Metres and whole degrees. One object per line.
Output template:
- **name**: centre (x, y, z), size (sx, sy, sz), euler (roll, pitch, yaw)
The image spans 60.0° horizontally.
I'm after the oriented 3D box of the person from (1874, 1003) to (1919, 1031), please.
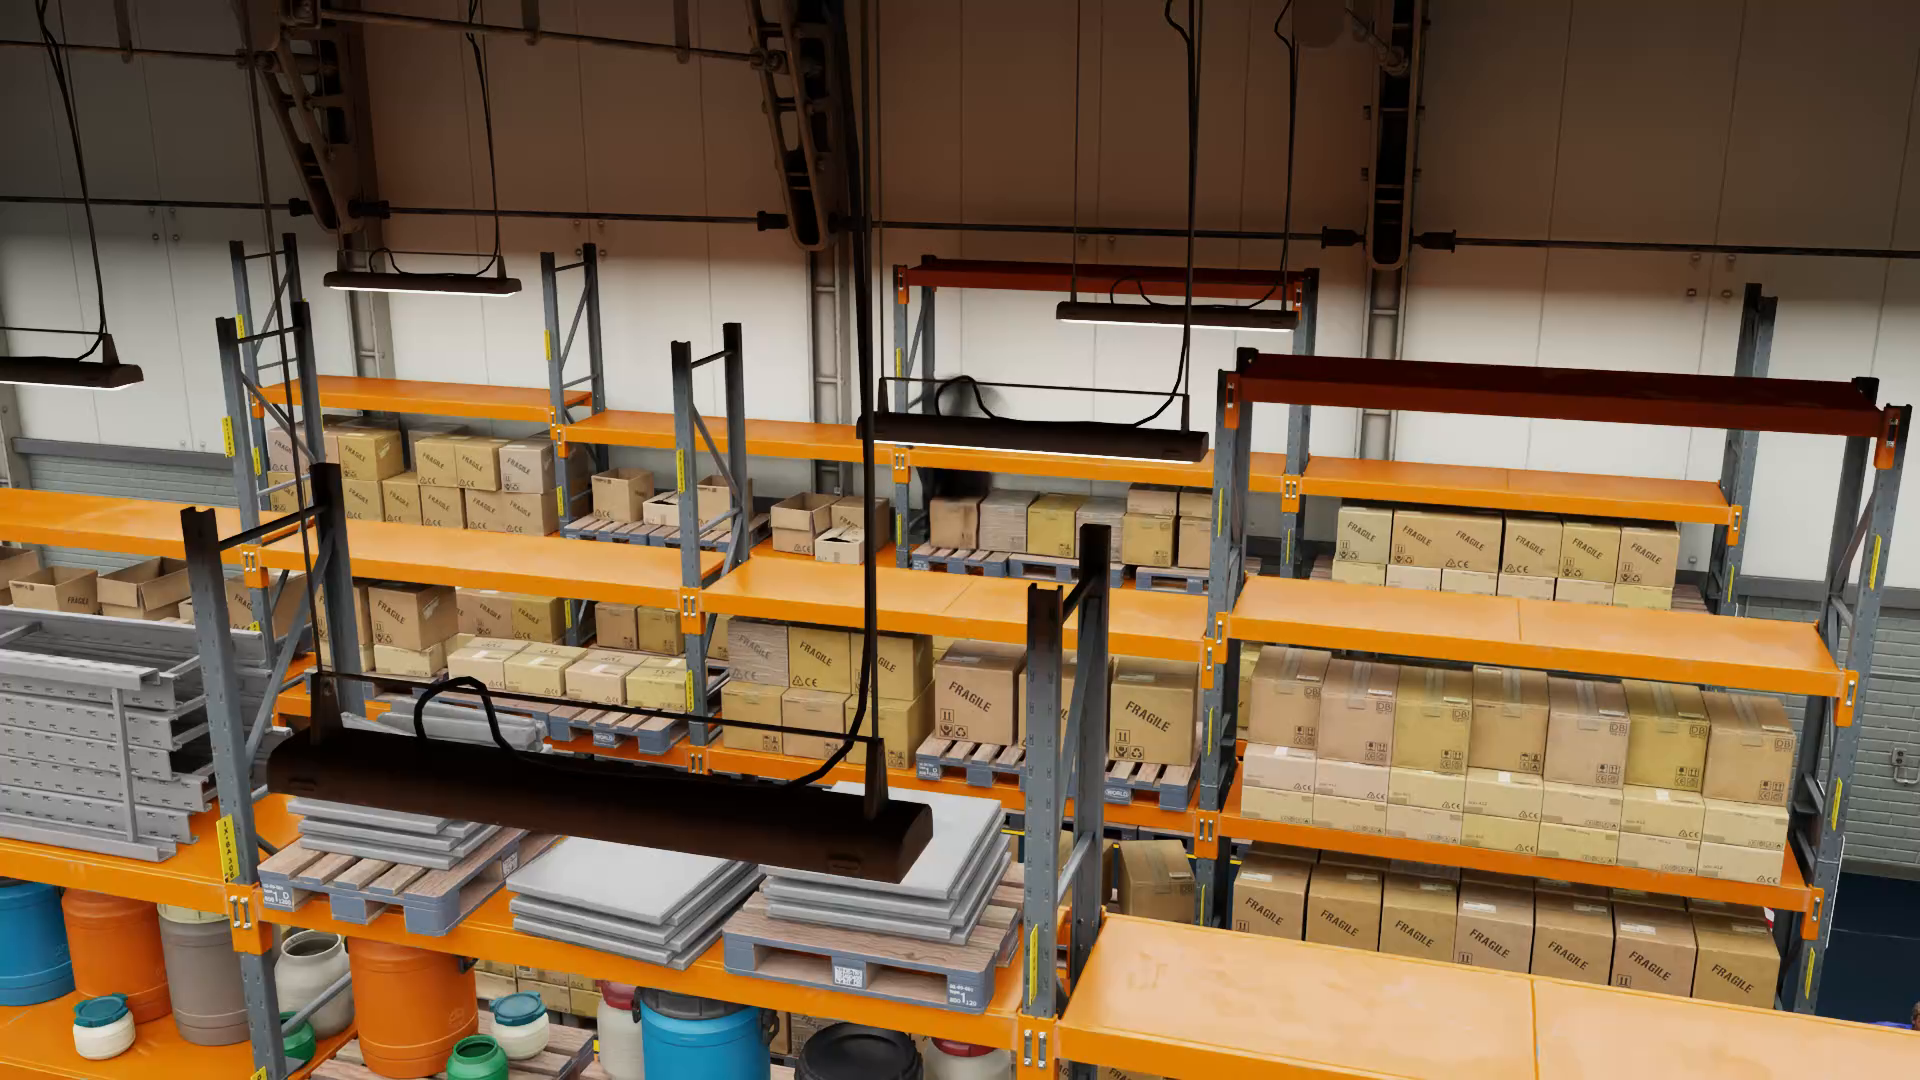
- **person**: centre (6.763, 4.001, 11.956), size (0.539, 1.611, 0.874), euler (2, 16, 6)
